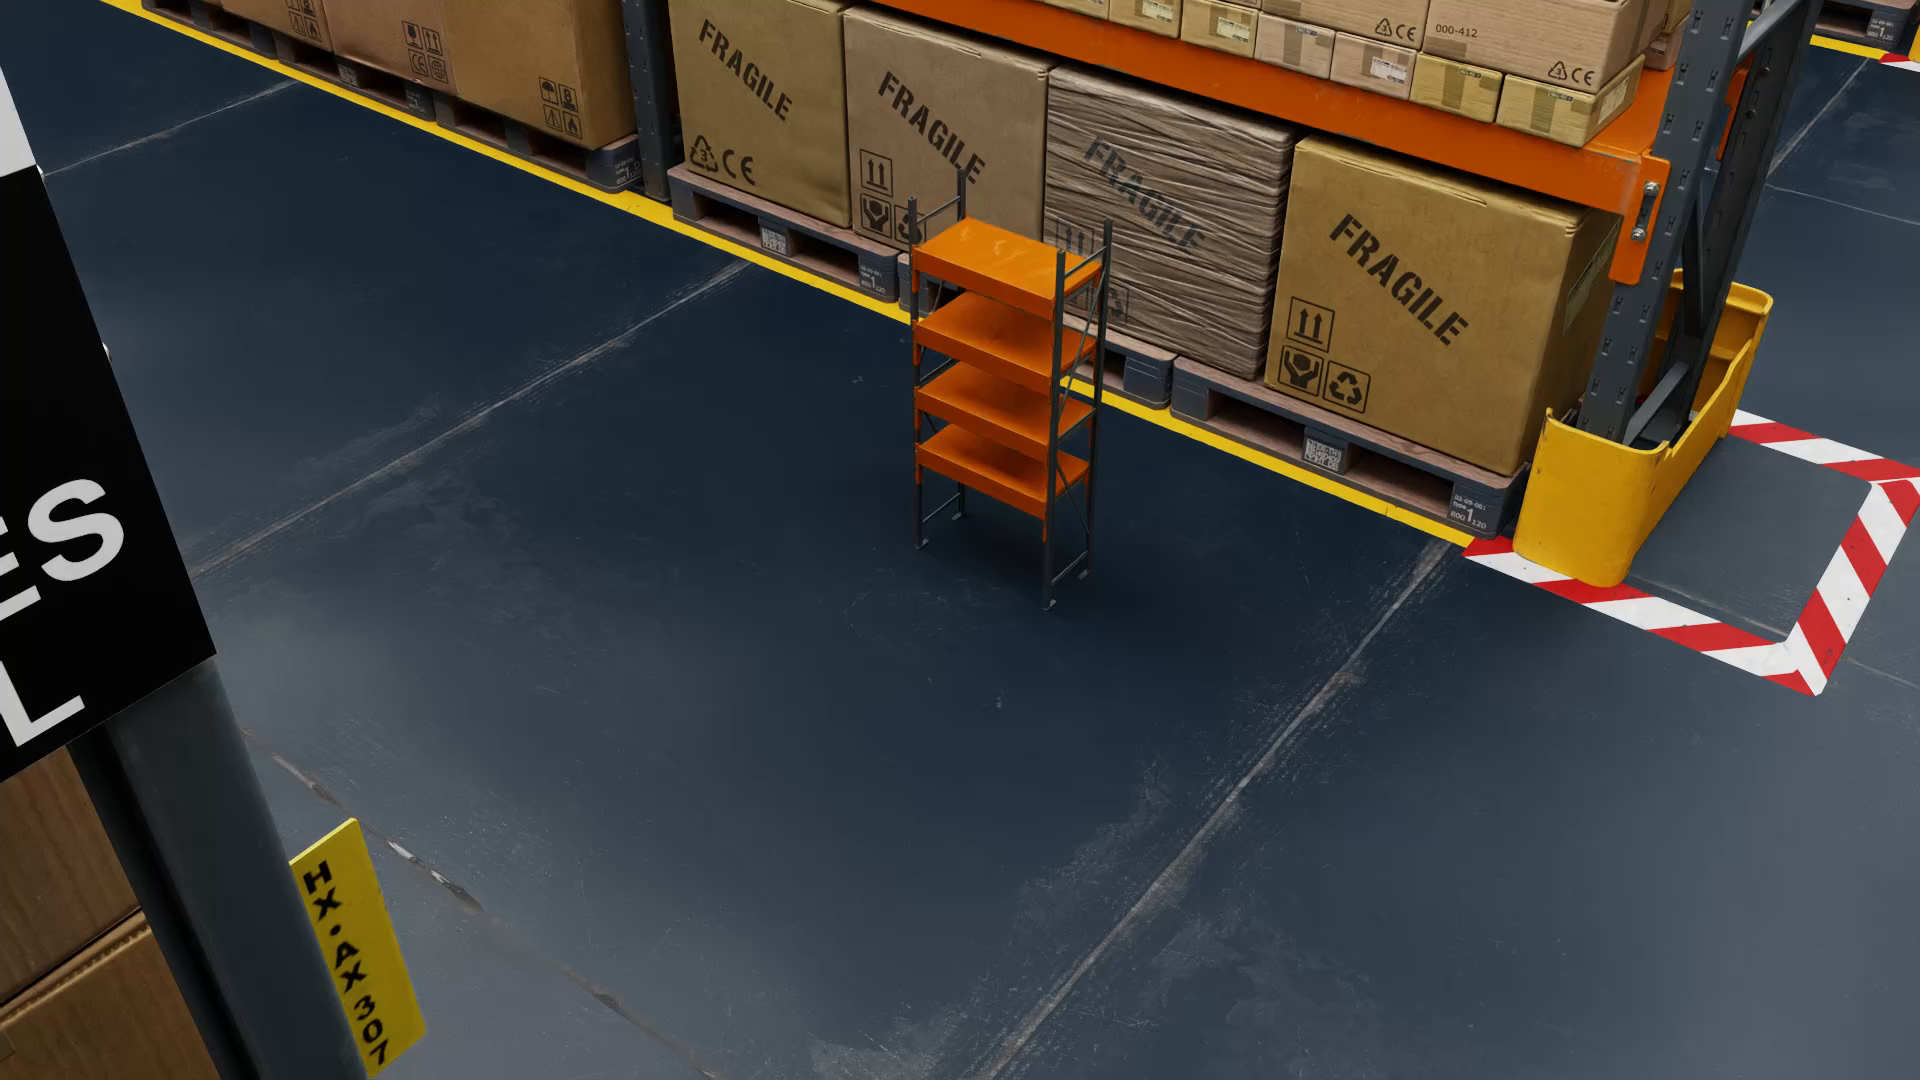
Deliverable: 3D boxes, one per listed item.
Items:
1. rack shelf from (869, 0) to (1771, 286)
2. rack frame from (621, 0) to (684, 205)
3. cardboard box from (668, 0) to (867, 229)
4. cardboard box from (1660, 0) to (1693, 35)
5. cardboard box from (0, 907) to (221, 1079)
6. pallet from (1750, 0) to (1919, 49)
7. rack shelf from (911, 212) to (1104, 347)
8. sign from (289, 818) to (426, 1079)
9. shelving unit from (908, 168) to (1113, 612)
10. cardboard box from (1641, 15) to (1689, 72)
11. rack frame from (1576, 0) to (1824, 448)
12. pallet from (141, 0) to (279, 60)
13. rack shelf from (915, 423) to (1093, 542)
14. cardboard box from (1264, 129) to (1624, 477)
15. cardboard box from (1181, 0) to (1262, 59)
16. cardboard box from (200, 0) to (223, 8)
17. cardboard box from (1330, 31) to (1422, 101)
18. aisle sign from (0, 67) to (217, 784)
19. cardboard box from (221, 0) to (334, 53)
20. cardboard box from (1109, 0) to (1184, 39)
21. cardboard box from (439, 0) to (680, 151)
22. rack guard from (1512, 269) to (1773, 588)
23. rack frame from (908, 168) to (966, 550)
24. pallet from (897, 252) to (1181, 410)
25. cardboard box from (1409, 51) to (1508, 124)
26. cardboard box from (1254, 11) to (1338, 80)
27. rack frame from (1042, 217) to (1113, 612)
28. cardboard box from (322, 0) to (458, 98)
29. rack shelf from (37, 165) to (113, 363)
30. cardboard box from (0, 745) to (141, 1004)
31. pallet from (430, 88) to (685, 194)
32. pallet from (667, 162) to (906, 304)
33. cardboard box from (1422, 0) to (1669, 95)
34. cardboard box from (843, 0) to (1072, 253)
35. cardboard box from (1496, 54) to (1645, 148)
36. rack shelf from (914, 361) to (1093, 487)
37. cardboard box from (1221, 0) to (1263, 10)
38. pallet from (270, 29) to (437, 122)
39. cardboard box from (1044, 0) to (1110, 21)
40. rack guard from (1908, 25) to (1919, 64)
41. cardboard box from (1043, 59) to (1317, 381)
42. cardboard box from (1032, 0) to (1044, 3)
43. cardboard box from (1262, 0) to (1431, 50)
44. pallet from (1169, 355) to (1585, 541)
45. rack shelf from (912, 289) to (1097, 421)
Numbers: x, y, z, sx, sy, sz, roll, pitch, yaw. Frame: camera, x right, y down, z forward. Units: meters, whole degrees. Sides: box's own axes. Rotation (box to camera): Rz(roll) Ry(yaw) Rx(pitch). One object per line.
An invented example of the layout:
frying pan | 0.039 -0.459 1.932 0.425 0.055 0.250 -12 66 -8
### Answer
rack shelf | 0.590 -1.843 5.755 4.000 0.370 1.077 25 45 29
rack frame | -0.998 -2.876 6.490 0.127 3.000 1.000 25 45 29
cardboard box | -0.523 -1.918 6.649 0.875 0.875 0.875 25 45 29
cardboard box | 1.962 -1.748 4.929 0.500 0.250 0.500 24 44 27
cardboard box | -1.103 0.553 1.787 0.500 0.500 0.500 27 46 31
pallet | 4.556 -3.033 8.952 1.213 0.211 1.003 25 45 29
rack shelf | 0.131 -0.720 4.559 0.480 0.148 0.258 25 45 29
sign | -0.585 0.407 1.595 0.005 0.325 0.100 25 45 29
shelving unit | 0.131 -0.410 4.801 0.503 1.200 0.258 25 45 29
cardboard box | 2.097 -1.573 5.030 0.250 0.149 0.380 26 45 29
rack frame | 2.179 -1.377 4.576 0.127 3.000 1.000 25 45 29
pallet | -3.595 -2.944 8.838 1.213 0.211 1.003 25 45 29
rack shelf | 0.131 -0.201 4.965 0.480 0.148 0.258 25 45 29
cardboard box | 1.622 -0.907 5.358 0.875 0.875 0.875 25 45 29
cardboard box | 0.884 -1.633 5.106 0.250 0.149 0.380 24 44 28
cardboard box | -3.640 -3.434 8.585 0.875 0.875 1.225 23 44 27
cardboard box | 1.289 -1.442 4.863 0.250 0.149 0.380 25 45 29
aisle sign | -0.674 -0.130 0.874 0.004 0.787 0.394 25 45 29
cardboard box | -2.937 -3.096 8.154 0.875 0.875 1.225 25 45 29
cardboard box | 0.677 -1.729 5.229 0.250 0.149 0.380 25 45 29
cardboard box | -1.519 -2.434 7.309 0.875 0.875 1.225 25 45 29
rack guard | 2.198 -0.384 5.335 0.348 0.500 1.175 25 45 29
rack frame | -0.062 -0.502 4.918 0.015 1.200 0.240 25 45 29
pallet | 0.531 -0.998 6.353 1.213 0.211 1.003 25 45 29
cardboard box | 1.488 -1.347 4.741 0.250 0.149 0.380 26 45 29
cardboard box | 1.091 -1.536 4.983 0.250 0.149 0.380 26 45 29
rack frame | 0.325 -0.319 4.684 0.015 1.200 0.240 25 45 29
cardboard box | -2.229 -2.768 7.736 0.875 0.875 1.225 24 44 27
rack shelf | -2.503 -0.634 1.776 4.000 0.370 1.077 25 45 29
cardboard box | -1.110 0.165 1.473 0.500 0.500 0.500 25 44 28
pallet | -1.657 -2.030 7.671 1.213 0.211 1.003 25 45 29
pallet | -0.442 -1.454 6.937 1.213 0.211 1.003 25 45 29
cardboard box | 1.633 -1.487 4.597 0.500 0.250 0.500 25 44 28
cardboard box | 0.192 -1.581 6.219 0.875 0.875 0.875 25 45 29
cardboard box | 1.696 -1.251 4.618 0.250 0.149 0.380 26 45 29
rack shelf | 0.131 -0.357 4.842 0.480 0.148 0.258 25 45 29
cardboard box | 0.826 -1.868 5.083 0.500 0.250 0.500 24 44 27
pallet | -2.630 -2.486 8.254 1.213 0.211 1.003 25 45 29
cardboard box | 0.482 -1.823 5.349 0.250 0.149 0.380 26 45 29
rack guard | 5.215 -2.816 8.441 0.348 0.500 1.175 25 45 29
cardboard box | 0.899 -1.248 5.793 0.875 0.875 0.875 25 45 29
cardboard box | 0.274 -1.920 5.473 0.250 0.149 0.380 24 44 27
cardboard box | 1.230 -1.677 4.840 0.500 0.250 0.500 24 44 28
pallet | 1.496 -0.541 5.769 1.213 0.211 1.003 25 45 29
rack shelf | 0.131 -0.534 4.705 0.480 0.148 0.258 25 45 29
